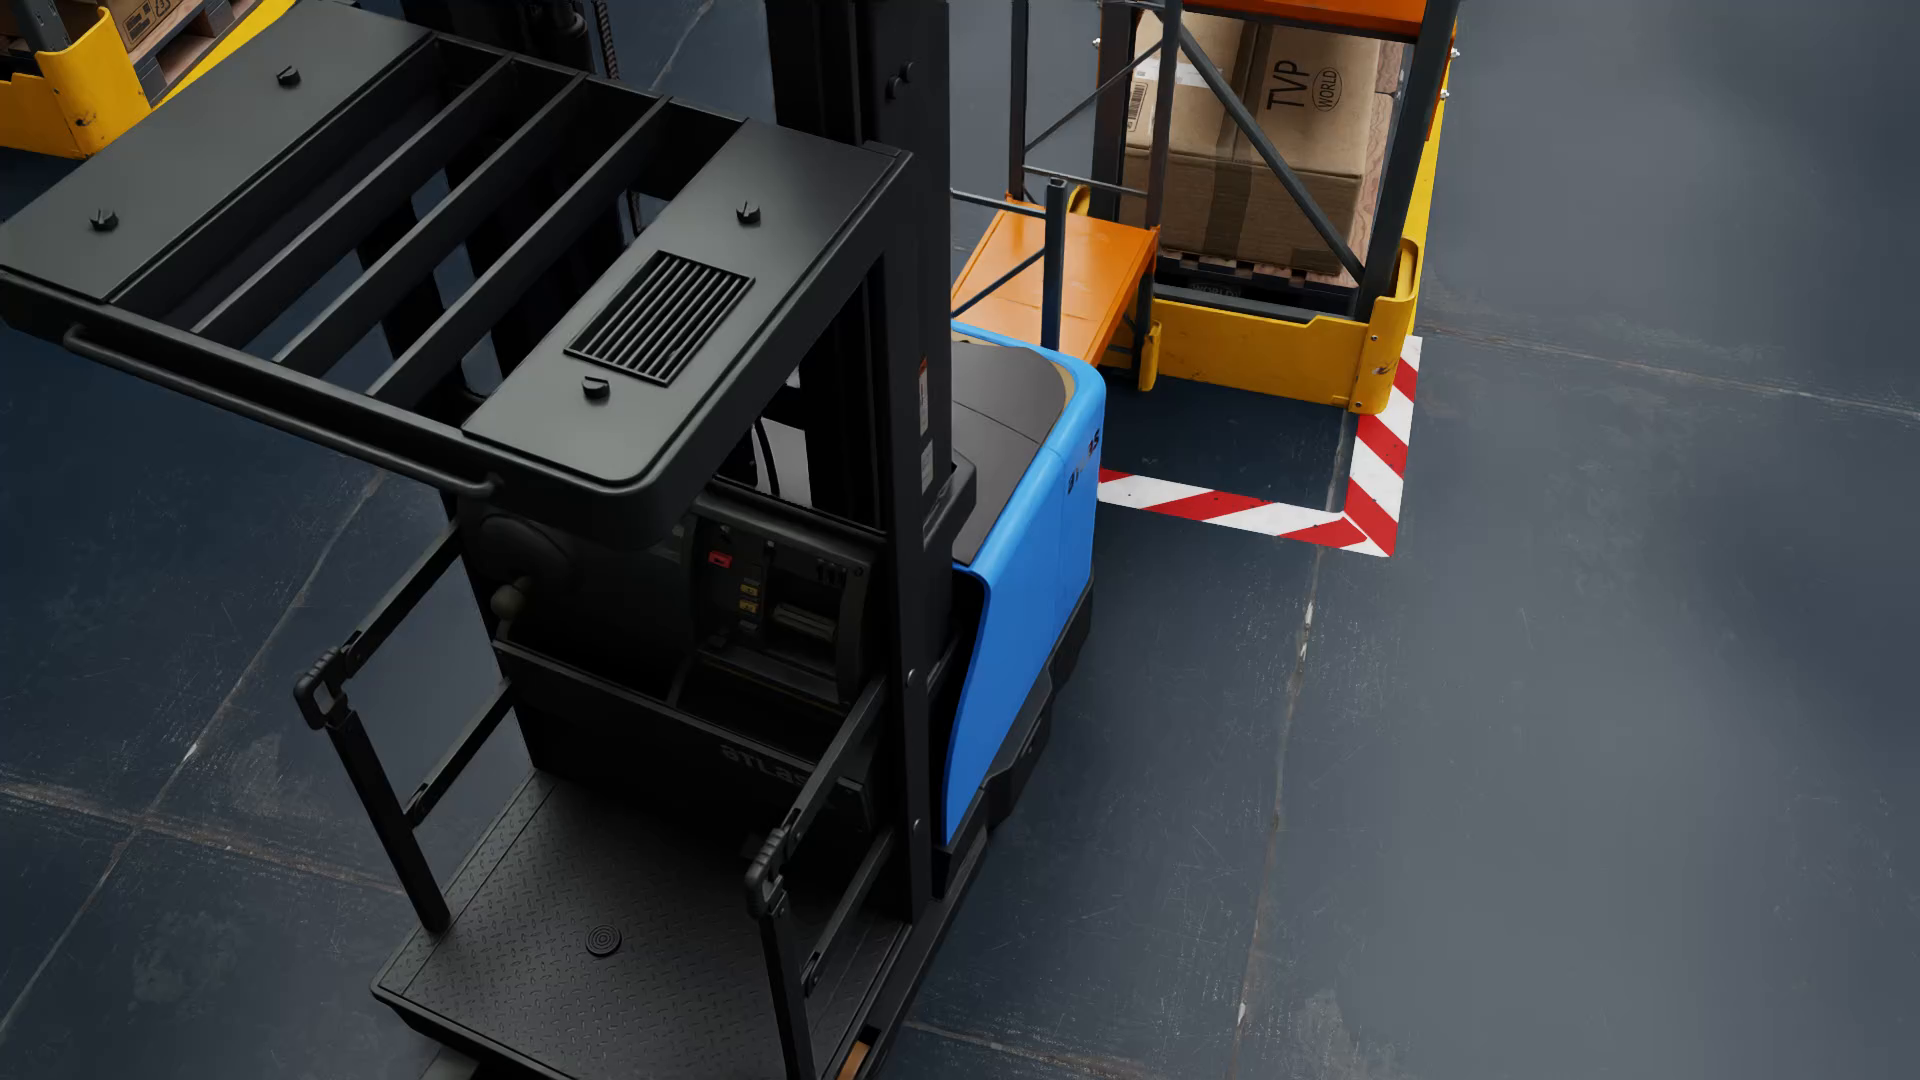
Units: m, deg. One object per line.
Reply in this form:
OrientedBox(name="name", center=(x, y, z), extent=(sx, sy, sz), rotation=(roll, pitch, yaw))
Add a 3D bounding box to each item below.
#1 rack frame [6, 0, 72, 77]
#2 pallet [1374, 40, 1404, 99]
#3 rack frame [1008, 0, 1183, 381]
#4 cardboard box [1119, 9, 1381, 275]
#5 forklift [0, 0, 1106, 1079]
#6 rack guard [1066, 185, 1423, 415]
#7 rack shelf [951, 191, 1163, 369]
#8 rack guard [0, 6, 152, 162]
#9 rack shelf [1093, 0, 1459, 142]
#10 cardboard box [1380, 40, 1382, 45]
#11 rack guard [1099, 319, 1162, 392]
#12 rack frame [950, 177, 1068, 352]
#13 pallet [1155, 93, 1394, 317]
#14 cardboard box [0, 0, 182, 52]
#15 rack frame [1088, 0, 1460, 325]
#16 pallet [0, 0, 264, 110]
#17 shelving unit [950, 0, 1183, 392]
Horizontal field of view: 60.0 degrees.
OrientedBox(name="rack frame", center=(-3.868, -2.637, 5.577), extent=(1.000, 3.000, 0.127), rotation=(12, 50, 10))
OrientedBox(name="pallet", center=(1.380, -2.211, 7.061), extent=(1.003, 0.211, 1.213), rotation=(12, 50, 10))
OrientedBox(name="rack frame", center=(0.393, -1.124, 5.232), extent=(0.500, 1.500, 0.032), rotation=(16, 50, 14))
OrientedBox(name="cardboard box", center=(0.999, -1.449, 5.957), extent=(0.875, 0.438, 0.875), rotation=(10, 49, 9))
OrientedBox(name="forklift", center=(-0.687, 0.153, 3.160), extent=(1.130, 2.935, 3.031), rotation=(19, 51, 16))
OrientedBox(name="rack guard", center=(0.915, -0.816, 5.637), extent=(1.175, 0.500, 0.348), rotation=(12, 50, 10))
OrientedBox(name="rack shelf", center=(0.210, -0.650, 5.050), extent=(0.538, 0.185, 1.000), rotation=(16, 50, 14))
OrientedBox(name="rack guard", center=(-3.848, -1.865, 6.563), extent=(1.175, 0.500, 0.348), rotation=(12, 50, 10))
OrientedBox(name="rack shelf", center=(1.448, -2.869, 6.261), extent=(1.077, 0.370, 4.000), rotation=(12, 50, 10))
OrientedBox(name="cardboard box", center=(1.232, -2.112, 6.542), extent=(0.875, 0.438, 0.875), rotation=(13, 50, 11))
OrientedBox(name="rack guard", center=(0.390, -0.693, 5.685), extent=(0.587, 0.250, 0.087), rotation=(16, 50, 14))
OrientedBox(name="rack frame", center=(0.025, -0.417, 4.600), extent=(0.500, 1.500, 0.032), rotation=(16, 50, 14))
OrientedBox(name="pallet", center=(1.057, -1.331, 6.284), extent=(1.003, 0.211, 1.213), rotation=(12, 50, 10))
OrientedBox(name="cardboard box", center=(-3.615, -2.374, 6.729), extent=(0.797, 0.503, 0.637), rotation=(10, 49, 9))
OrientedBox(name="rack frame", center=(0.922, -1.660, 4.715), extent=(1.000, 3.000, 0.127), rotation=(12, 50, 10))
OrientedBox(name="pallet", center=(-3.639, -2.346, 7.180), extent=(1.003, 0.211, 1.213), rotation=(12, 50, 10))
OrientedBox(name="shelving unit", center=(0.206, -0.764, 4.910), extent=(0.587, 1.500, 1.083), rotation=(16, 50, 14))
